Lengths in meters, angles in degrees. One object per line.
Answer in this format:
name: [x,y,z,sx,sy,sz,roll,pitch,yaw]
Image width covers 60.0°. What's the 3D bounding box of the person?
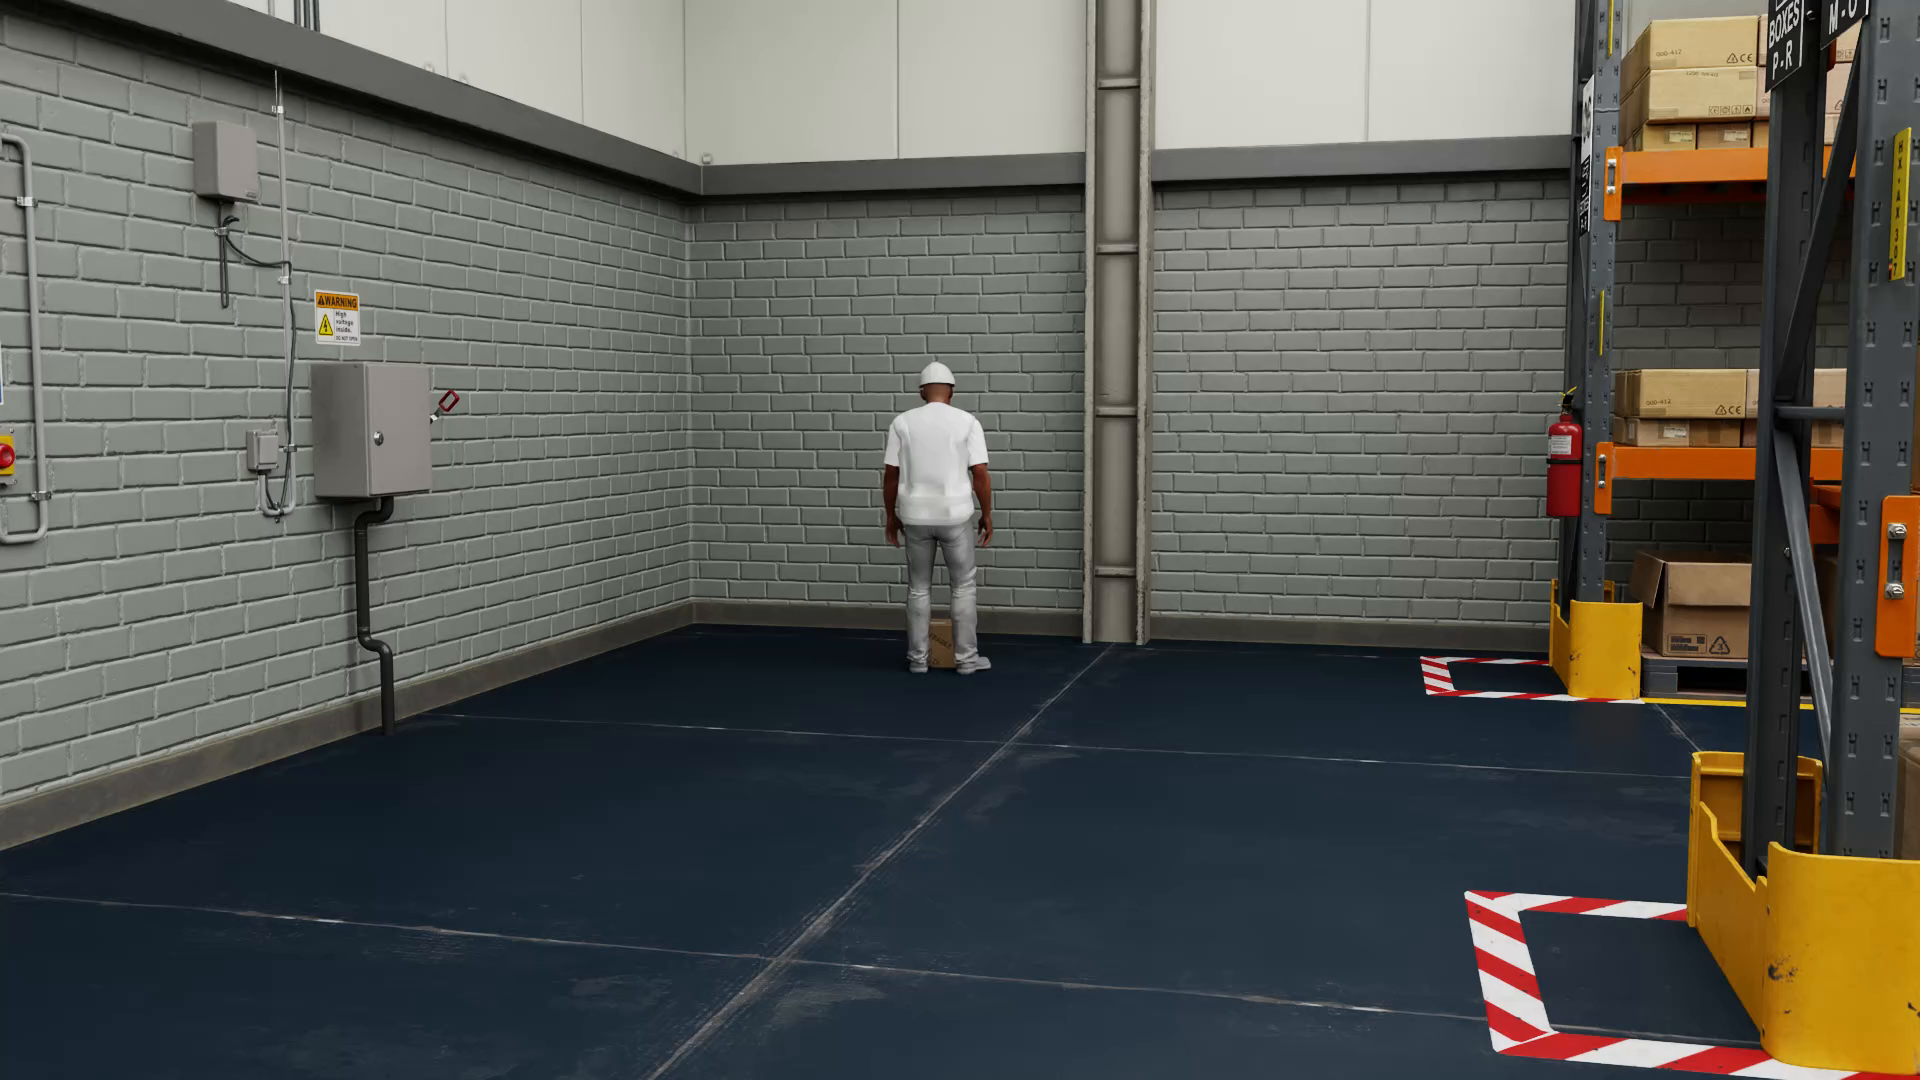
person: [-0.122,-0.127,9.445,0.622,1.759,0.462,1,5,11]
